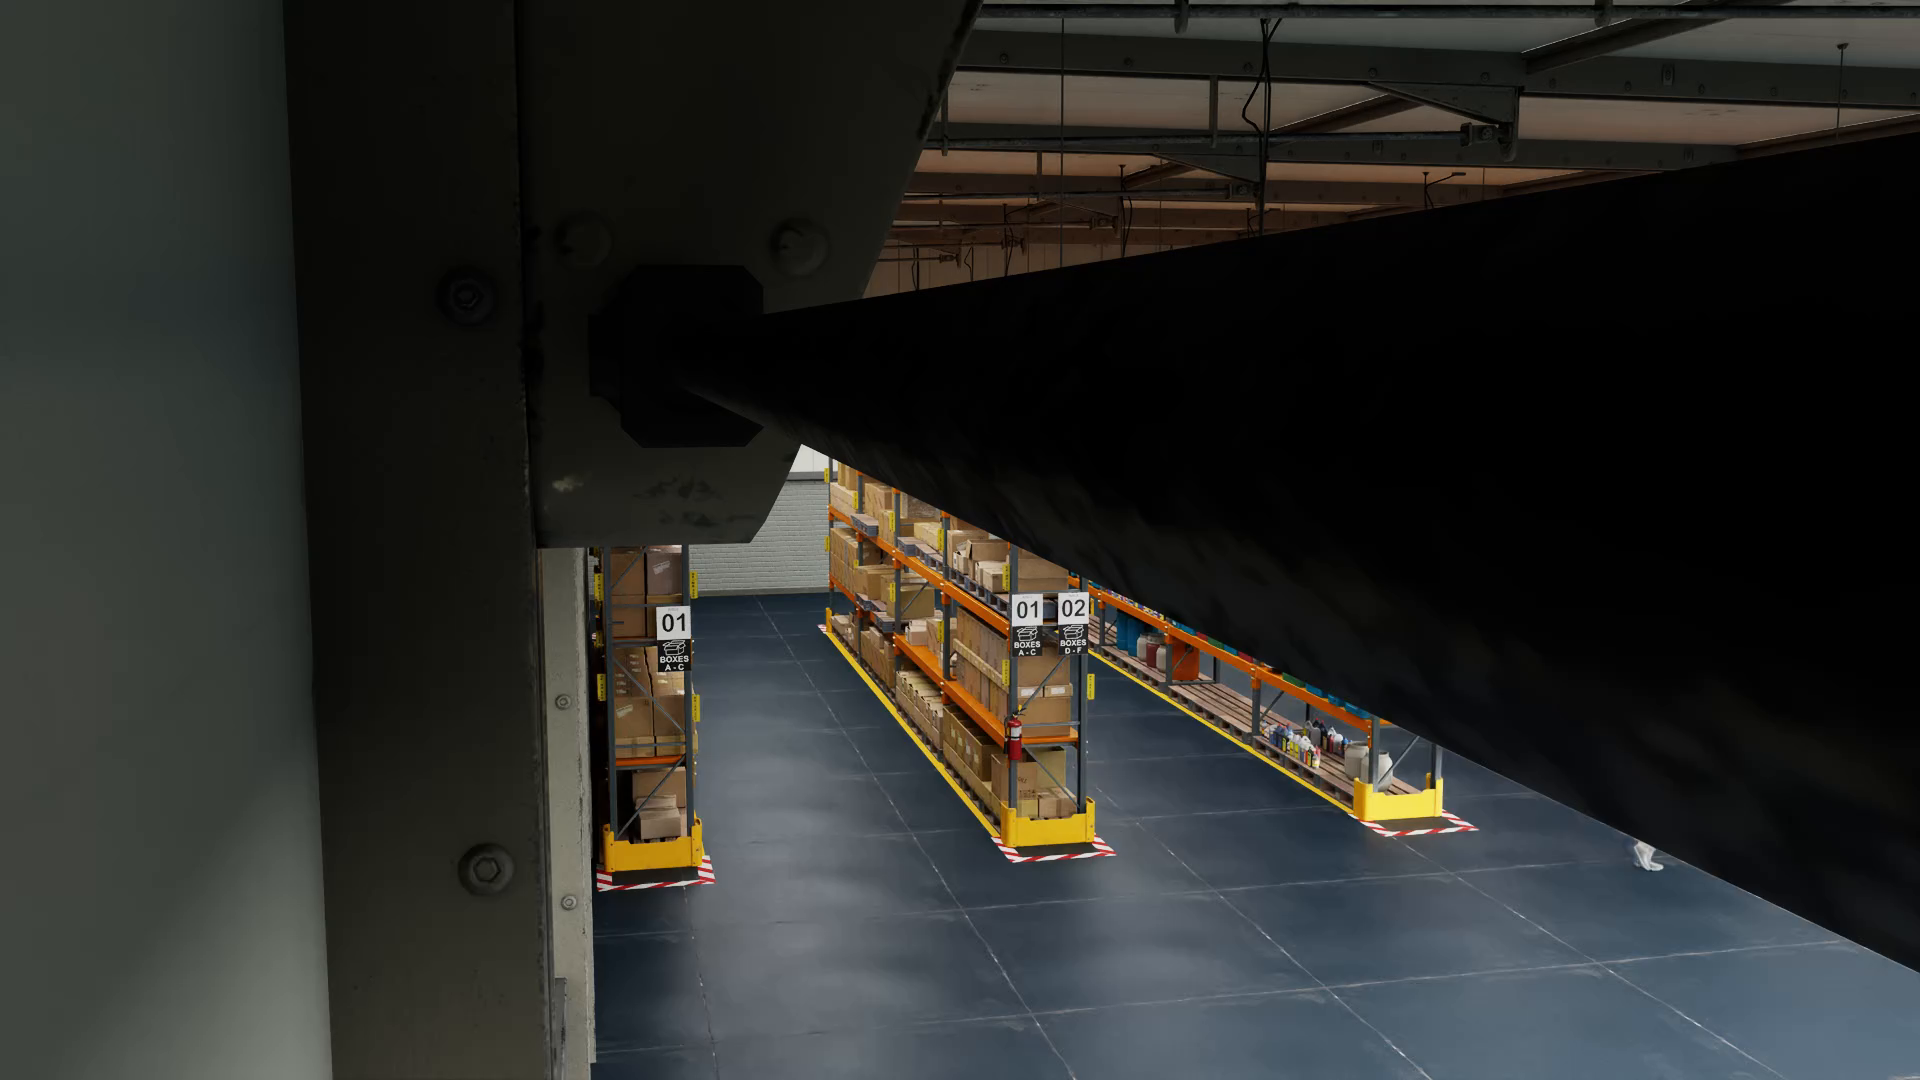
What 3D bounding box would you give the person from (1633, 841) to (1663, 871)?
[{"bbox_3d":[8.414,3.104,19.950,0.591,1.750,0.671,2,7,19],"label":"person"}]
